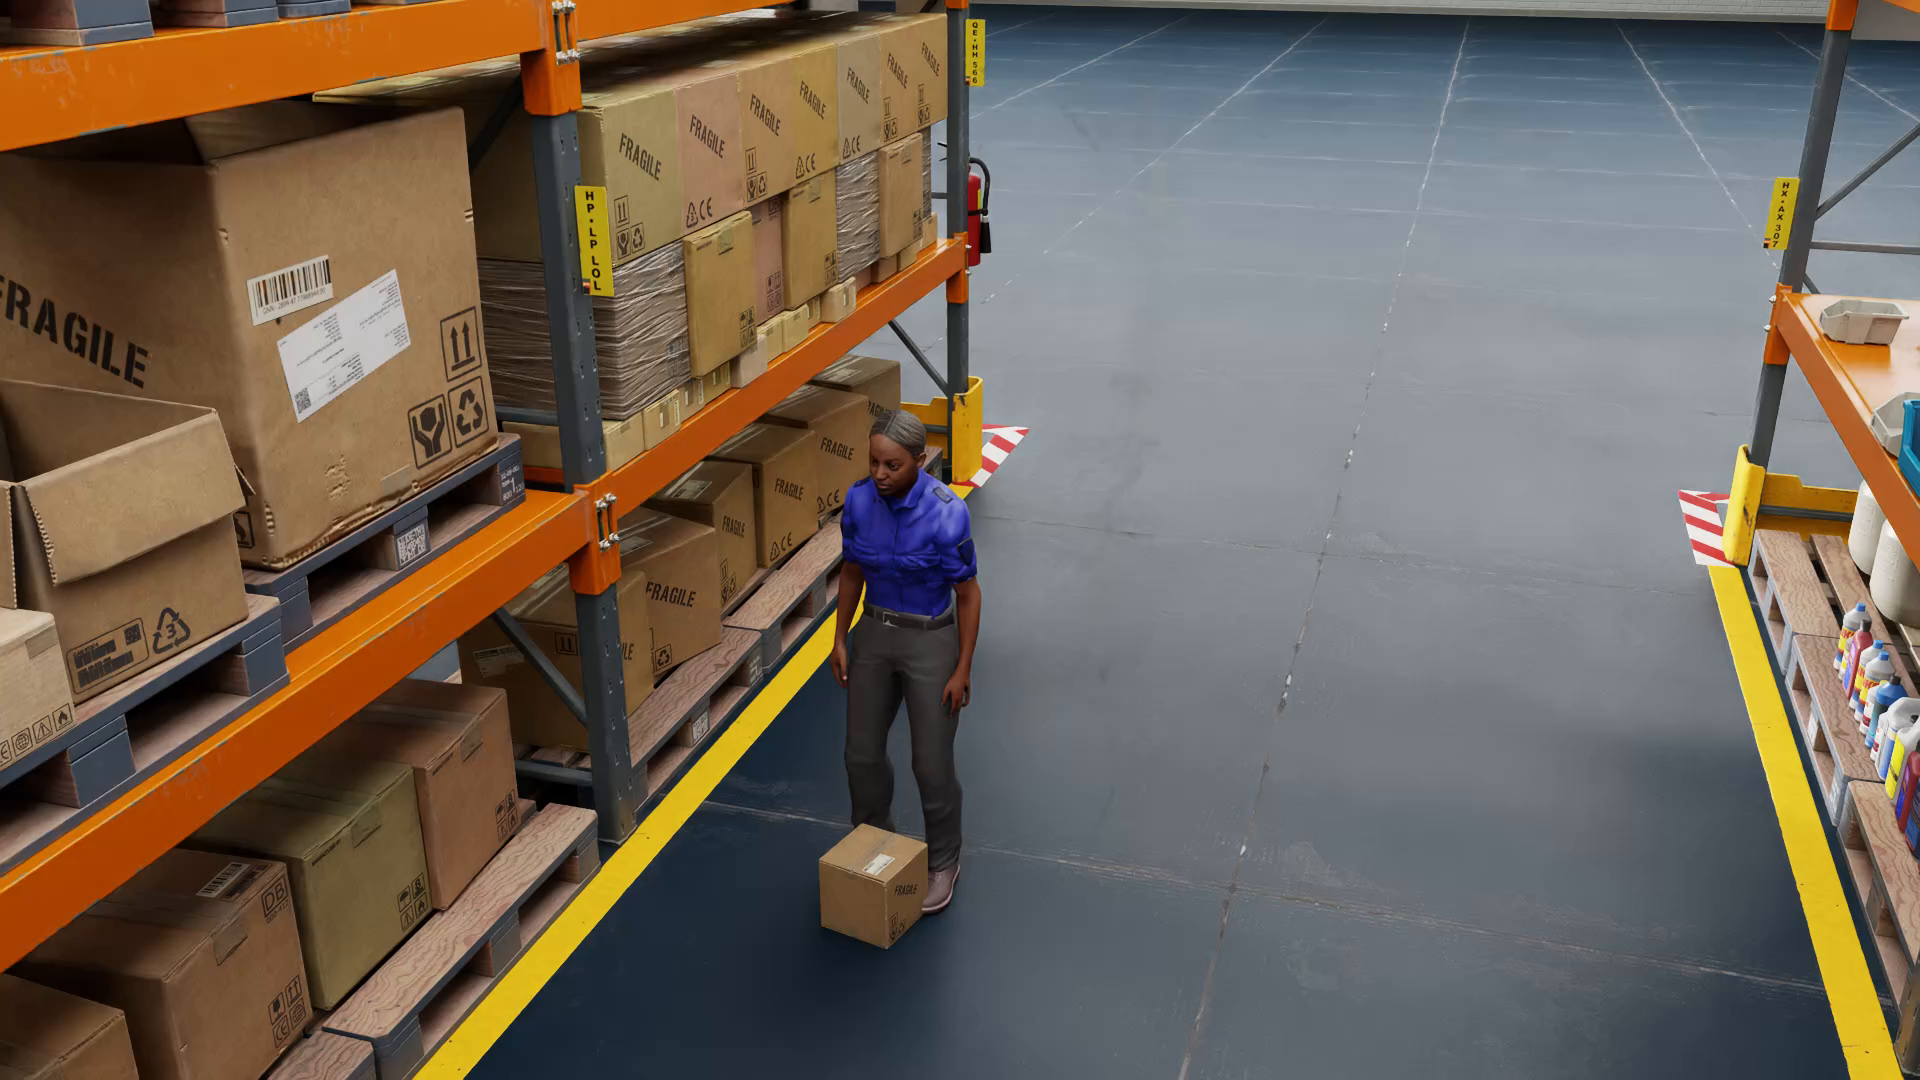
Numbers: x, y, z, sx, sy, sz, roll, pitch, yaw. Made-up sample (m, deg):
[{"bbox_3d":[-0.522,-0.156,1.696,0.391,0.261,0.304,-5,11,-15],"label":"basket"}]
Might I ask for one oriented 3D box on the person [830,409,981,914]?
[{"bbox_3d":[-0.178,0.362,5.204,0.506,1.655,0.346,11,24,25],"label":"person"}]
